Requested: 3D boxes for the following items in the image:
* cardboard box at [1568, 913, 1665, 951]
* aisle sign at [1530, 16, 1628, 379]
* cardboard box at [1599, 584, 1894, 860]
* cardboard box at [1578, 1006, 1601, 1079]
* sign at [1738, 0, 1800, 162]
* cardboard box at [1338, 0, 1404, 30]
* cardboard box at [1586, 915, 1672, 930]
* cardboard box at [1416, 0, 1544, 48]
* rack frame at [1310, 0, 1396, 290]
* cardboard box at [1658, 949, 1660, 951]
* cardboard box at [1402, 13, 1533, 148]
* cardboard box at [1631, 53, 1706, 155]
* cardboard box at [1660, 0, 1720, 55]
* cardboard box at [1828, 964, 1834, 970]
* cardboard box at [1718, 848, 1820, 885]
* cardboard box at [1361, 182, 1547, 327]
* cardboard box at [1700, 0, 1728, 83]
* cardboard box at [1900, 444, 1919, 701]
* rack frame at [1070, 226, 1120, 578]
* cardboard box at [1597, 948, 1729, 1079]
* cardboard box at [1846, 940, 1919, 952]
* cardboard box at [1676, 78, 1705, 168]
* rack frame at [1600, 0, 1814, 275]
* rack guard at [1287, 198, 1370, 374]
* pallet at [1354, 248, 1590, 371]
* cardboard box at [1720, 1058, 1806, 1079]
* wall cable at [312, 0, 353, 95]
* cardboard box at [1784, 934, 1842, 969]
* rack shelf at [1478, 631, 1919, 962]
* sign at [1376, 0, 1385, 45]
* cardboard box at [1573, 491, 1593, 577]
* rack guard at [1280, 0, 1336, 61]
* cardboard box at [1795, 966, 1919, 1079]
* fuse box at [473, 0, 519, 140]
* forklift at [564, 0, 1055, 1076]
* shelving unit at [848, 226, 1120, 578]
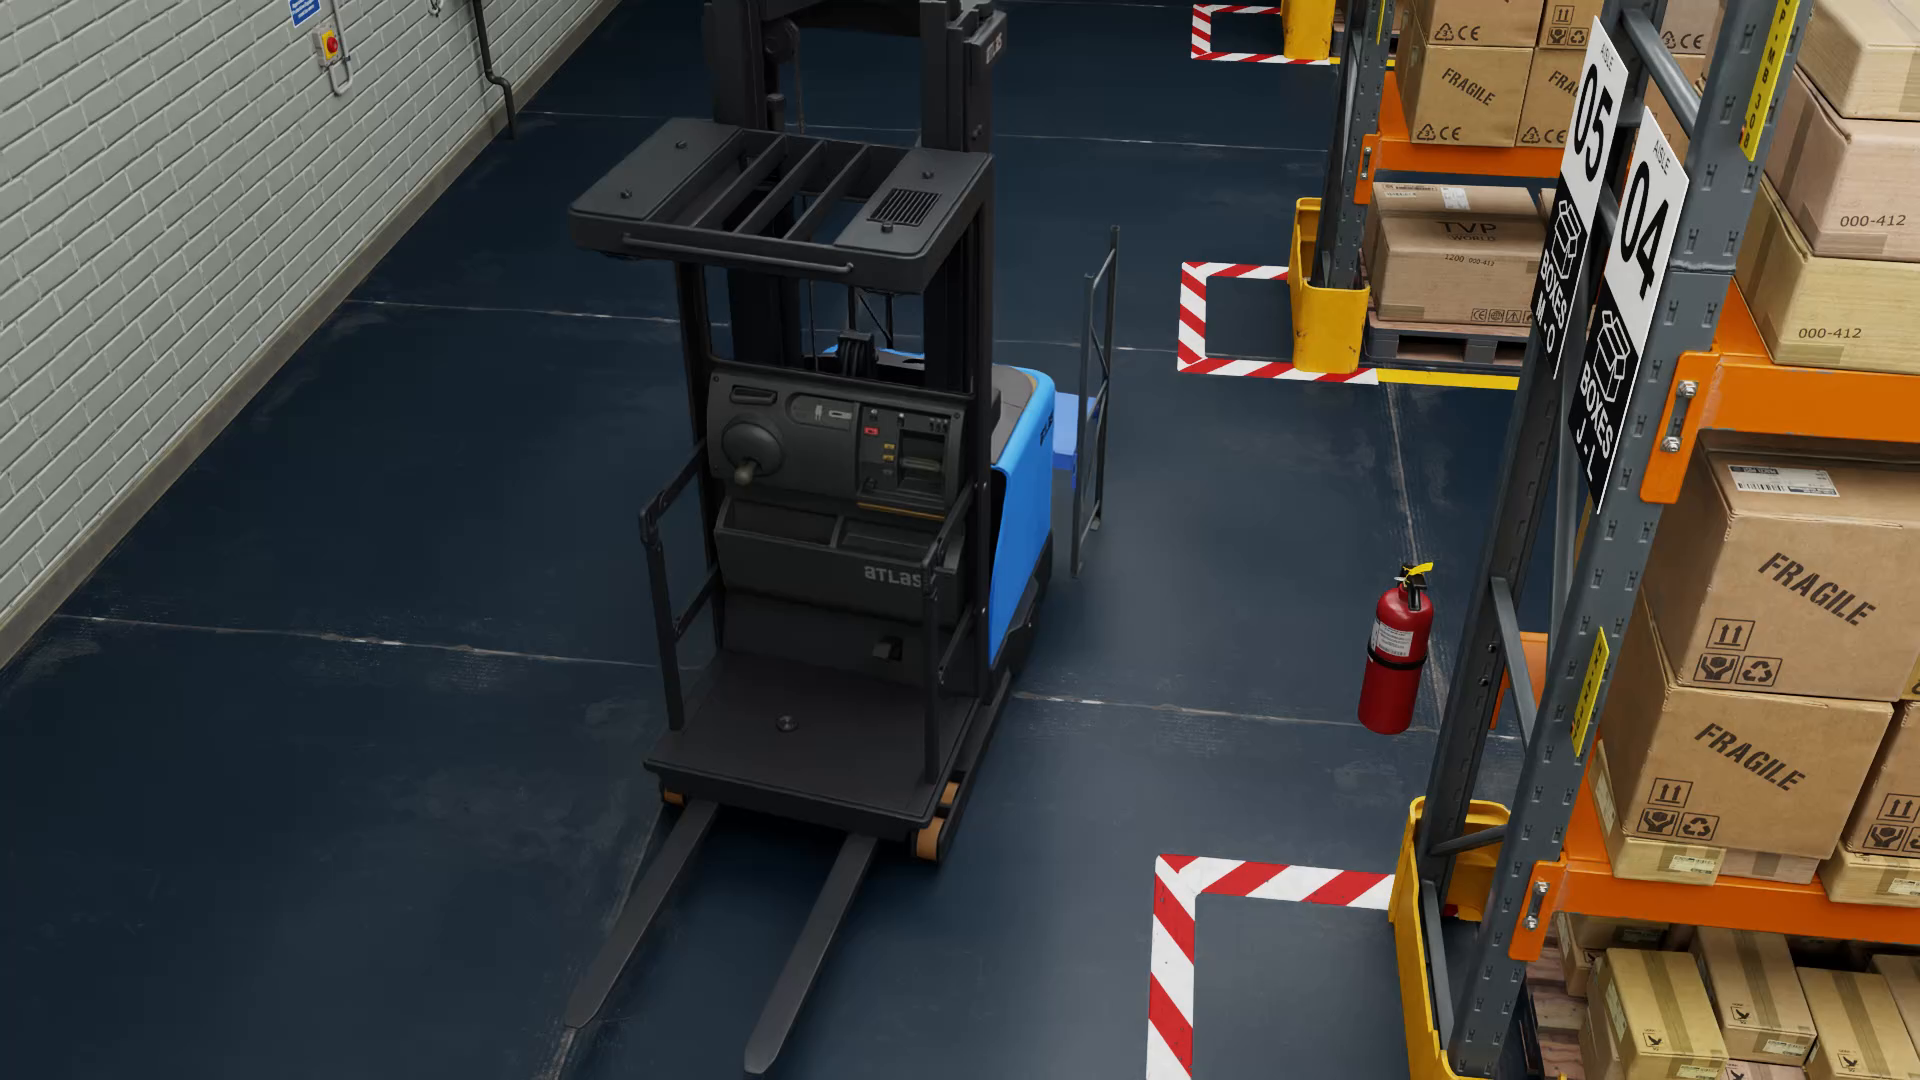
[{"bbox_3d":[2.111,1.142,5.405,0.250,0.149,0.380,3,36,5],"label":"cardboard box"},{"bbox_3d":[1.517,-0.838,4.104,0.004,0.787,0.394,4,36,6],"label":"aisle sign"},{"bbox_3d":[1.961,0.429,4.224,0.500,0.500,0.500,6,36,8],"label":"cardboard box"},{"bbox_3d":[2.030,1.611,5.003,0.250,0.149,0.380,5,36,7],"label":"cardboard box"},{"bbox_3d":[1.482,-0.865,3.046,0.005,0.325,0.100,4,36,6],"label":"sign"},{"bbox_3d":[3.304,-4.376,13.087,0.637,0.503,0.797,3,36,4],"label":"cardboard box"},{"bbox_3d":[2.108,1.039,5.292,0.250,0.149,0.380,5,36,7],"label":"cardboard box"},{"bbox_3d":[2.521,-2.709,8.017,0.500,0.500,0.500,4,36,5],"label":"cardboard box"},{"bbox_3d":[2.081,-2.461,8.616,0.127,3.000,1.000,4,36,6],"label":"rack frame"},{"bbox_3d":[2.368,1.268,5.484,0.250,0.149,0.380,5,36,7],"label":"cardboard box"},{"bbox_3d":[2.521,-2.301,8.305,0.500,0.500,0.500,4,36,6],"label":"cardboard box"},{"bbox_3d":[3.528,-2.231,8.208,0.500,0.500,0.500,4,36,6],"label":"cardboard box"},{"bbox_3d":[3.546,-2.641,7.922,0.500,0.500,0.500,4,36,6],"label":"cardboard box"},{"bbox_3d":[2.865,1.348,5.372,0.250,0.149,0.380,5,36,6],"label":"cardboard box"},{"bbox_3d":[2.088,0.709,4.391,0.250,0.149,0.380,5,36,8],"label":"cardboard box"},{"bbox_3d":[2.749,-1.598,9.251,0.875,0.438,0.875,3,36,4],"label":"cardboard box"},{"bbox_3d":[2.040,-1.077,3.794,0.500,0.250,0.500,3,36,4],"label":"cardboard box"},{"bbox_3d":[2.464,0.050,3.895,0.500,0.500,0.500,5,36,7],"label":"cardboard box"},{"bbox_3d":[0.586,-0.578,7.269,0.032,1.500,0.500,10,37,14],"label":"rack frame"},{"bbox_3d":[2.027,1.381,4.814,0.250,0.149,0.380,3,36,4],"label":"cardboard box"},{"bbox_3d":[2.872,1.092,5.218,0.250,0.149,0.380,3,36,4],"label":"cardboard box"},{"bbox_3d":[2.036,-0.880,3.948,0.500,0.250,0.500,4,36,5],"label":"cardboard box"},{"bbox_3d":[1.551,-2.043,2.867,0.127,3.000,1.000,4,36,6],"label":"rack frame"},{"bbox_3d":[2.057,-1.445,9.345,0.348,0.500,1.175,4,36,6],"label":"rack guard"},{"bbox_3d":[2.884,-1.312,9.406,1.213,0.211,1.003,4,36,6],"label":"pallet"},{"bbox_3d":[2.302,1.507,4.894,0.250,0.149,0.380,4,36,6],"label":"cardboard box"},{"bbox_3d":[-3.514,-3.291,8.878,0.123,1.953,0.585,4,36,6],"label":"wall cable"},{"bbox_3d":[2.627,1.179,5.352,0.250,0.149,0.380,3,36,4],"label":"cardboard box"},{"bbox_3d":[3.535,0.839,4.611,4.000,0.370,1.077,4,36,6],"label":"rack shelf"},{"bbox_3d":[2.005,-2.526,7.894,0.005,0.325,0.100,4,36,6],"label":"sign"},{"bbox_3d":[2.030,0.122,4.655,0.500,0.500,0.500,5,36,7],"label":"cardboard box"},{"bbox_3d":[2.785,-4.298,13.342,0.348,0.500,1.175,4,36,6],"label":"rack guard"},{"bbox_3d":[2.550,1.424,4.753,0.250,0.149,0.380,4,36,6],"label":"cardboard box"},{"bbox_3d":[-3.102,-3.540,11.237,0.414,1.711,0.539,4,36,6],"label":"fuse box"},{"bbox_3d":[-0.498,-0.276,5.613,1.130,2.935,3.031,10,37,13],"label":"forklift"},{"bbox_3d":[0.101,-0.667,7.393,1.048,1.500,0.538,10,37,14],"label":"shelving unit"}]
